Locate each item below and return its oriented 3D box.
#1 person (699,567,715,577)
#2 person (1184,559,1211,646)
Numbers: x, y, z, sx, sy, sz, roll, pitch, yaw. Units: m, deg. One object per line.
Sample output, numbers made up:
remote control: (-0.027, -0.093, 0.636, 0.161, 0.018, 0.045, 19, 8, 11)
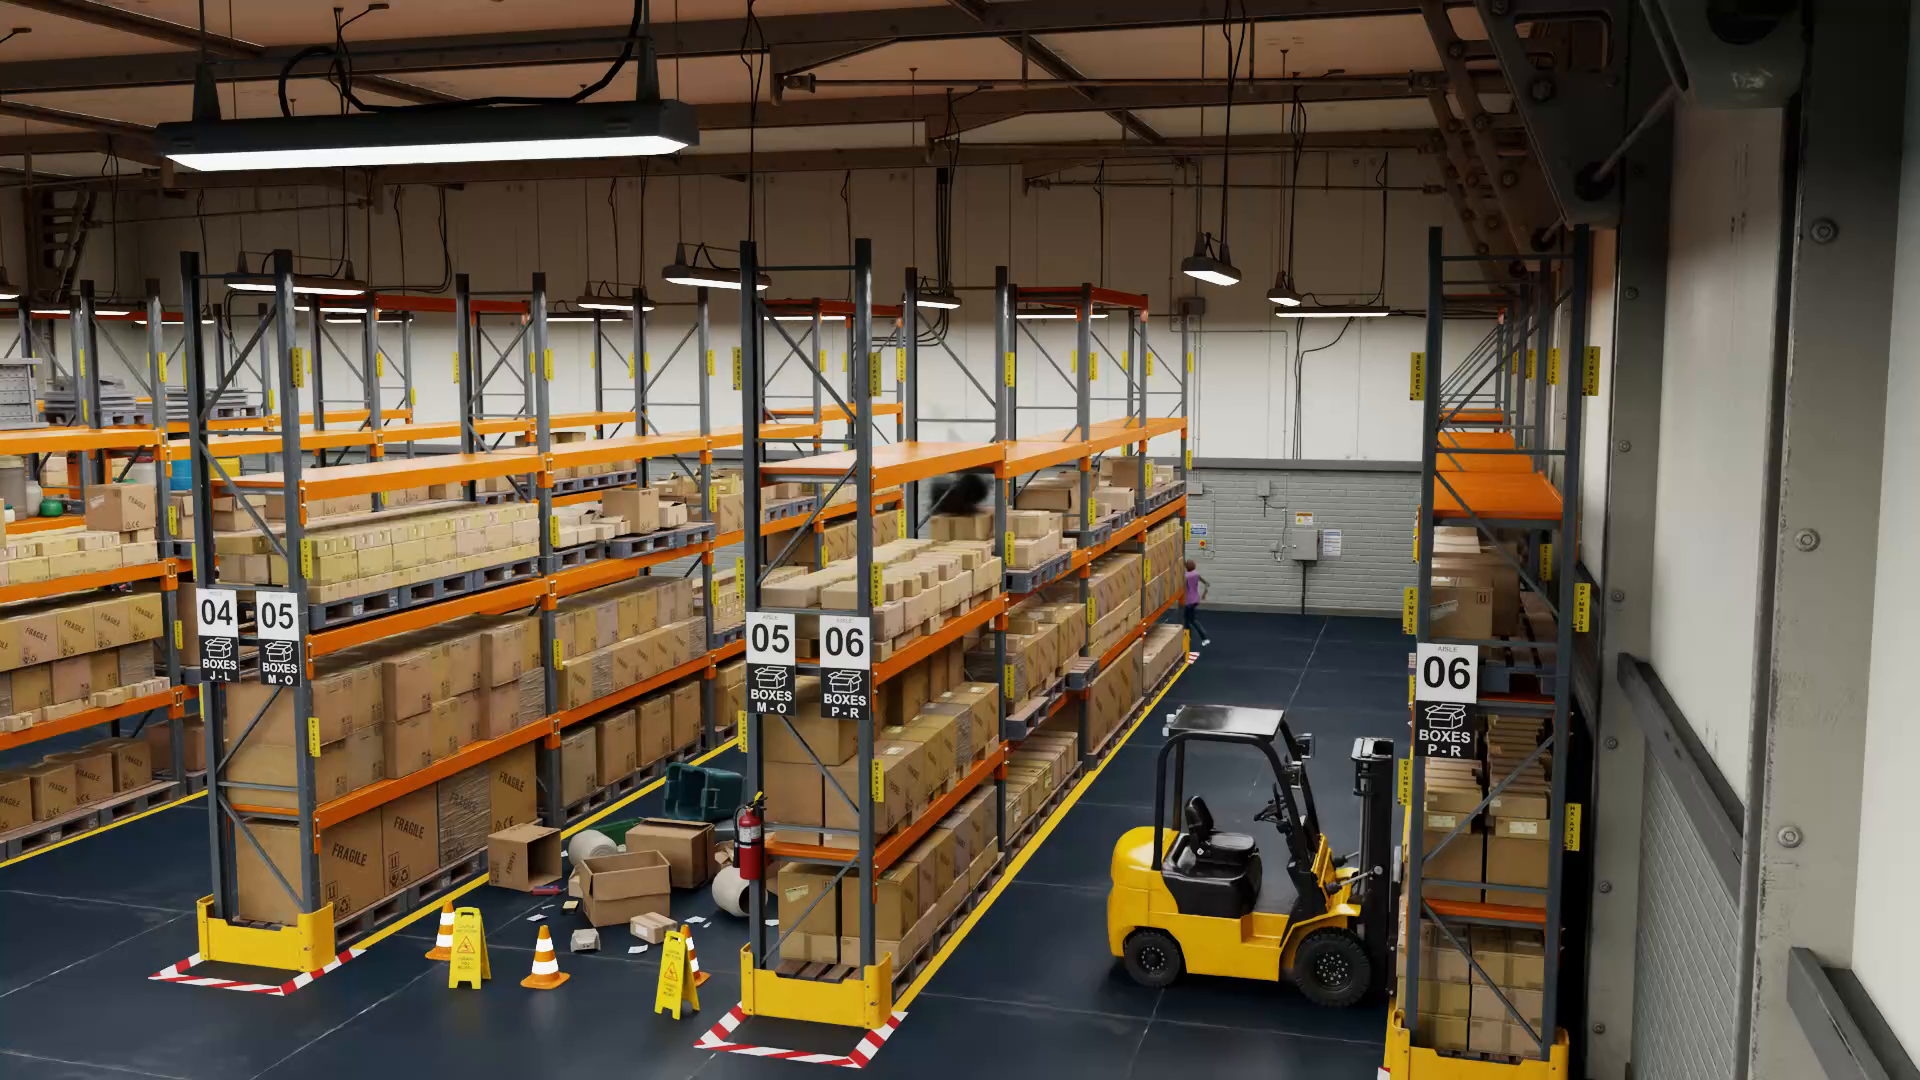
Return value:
person: (-3.997, 1.284, 26.843, 0.681, 1.782, 0.916, 3, 7, 22)
person: (4.015, 1.153, 29.156, 0.547, 1.495, 0.802, -5, 8, -39)
